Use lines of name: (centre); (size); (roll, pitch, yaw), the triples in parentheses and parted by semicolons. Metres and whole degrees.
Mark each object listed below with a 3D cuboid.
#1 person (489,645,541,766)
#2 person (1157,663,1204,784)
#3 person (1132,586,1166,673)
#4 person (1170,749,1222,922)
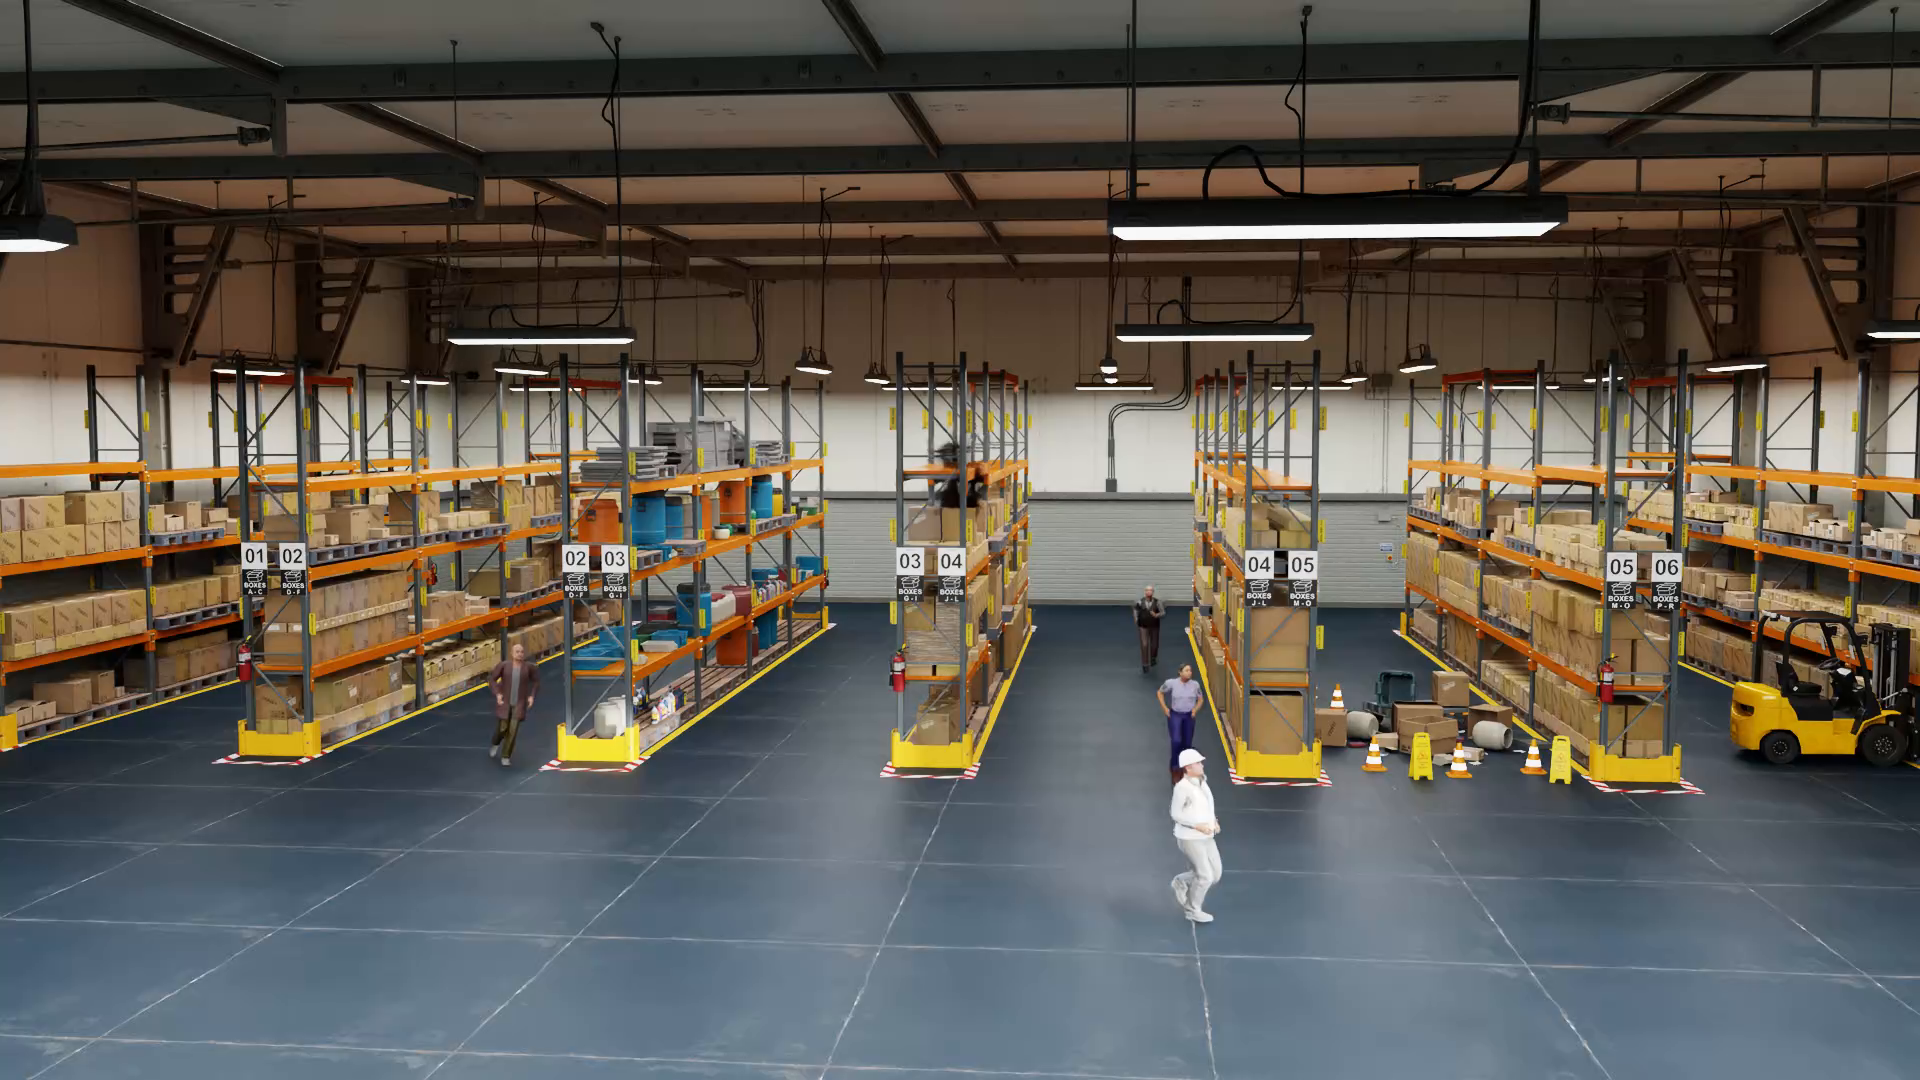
person: (-6.546, 2.398, 24.486); (0.741, 1.731, 0.733); (-2, 4, -21)
person: (3.110, 2.546, 23.277); (0.614, 1.673, 0.684); (-1, 4, -9)
person: (3.777, 1.766, 33.266); (0.662, 1.696, 0.961); (0, 4, 6)
person: (2.352, 2.955, 16.681); (0.607, 1.722, 0.656); (3, 5, 34)
